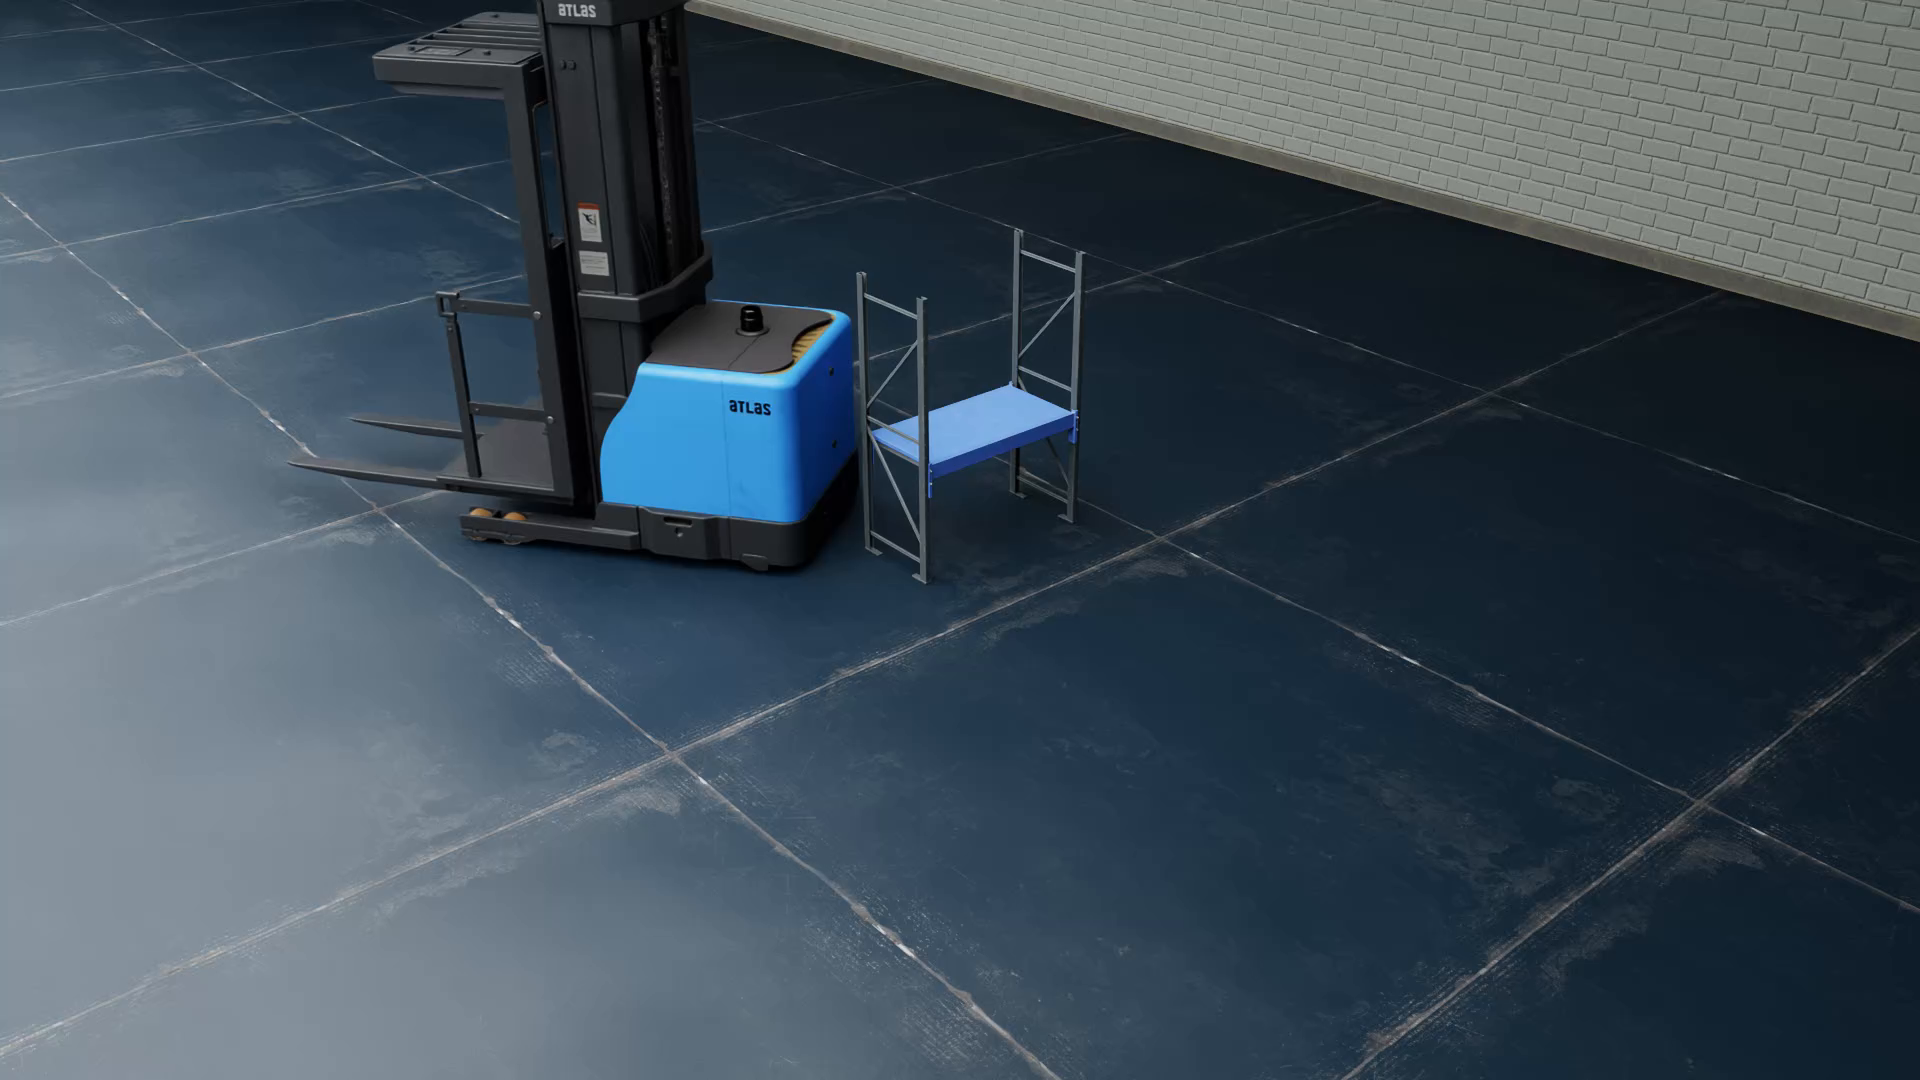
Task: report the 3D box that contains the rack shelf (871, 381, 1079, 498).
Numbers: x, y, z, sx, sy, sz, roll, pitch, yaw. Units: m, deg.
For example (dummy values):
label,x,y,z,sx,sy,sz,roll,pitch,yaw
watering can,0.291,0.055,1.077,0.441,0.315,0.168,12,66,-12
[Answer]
label,x,y,z,sx,sy,sz,roll,pitch,yaw
rack shelf,0.065,-0.529,8.530,1.000,0.185,0.538,-22,35,-35

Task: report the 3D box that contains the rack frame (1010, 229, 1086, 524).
label,x,y,z,sx,sy,sz,roll,pitch,yaw
rack frame,0.452,-0.843,8.736,0.032,1.500,0.500,-22,35,-35

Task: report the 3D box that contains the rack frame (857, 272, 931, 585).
label,x,y,z,sx,sy,sz,roll,pitch,yaw
rack frame,-0.322,-0.532,8.154,0.032,1.500,0.500,-22,35,-35

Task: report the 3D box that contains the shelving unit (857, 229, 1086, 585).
label,x,y,z,sx,sy,sz,roll,pitch,yaw
shelving unit,0.065,-0.688,8.445,1.048,1.500,0.538,-22,35,-35

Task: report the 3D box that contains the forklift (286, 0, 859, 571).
label,x,y,z,sx,sy,sz,roll,pitch,yaw
forklift,-2.128,-1.499,8.444,3.031,2.935,1.130,7,29,12
